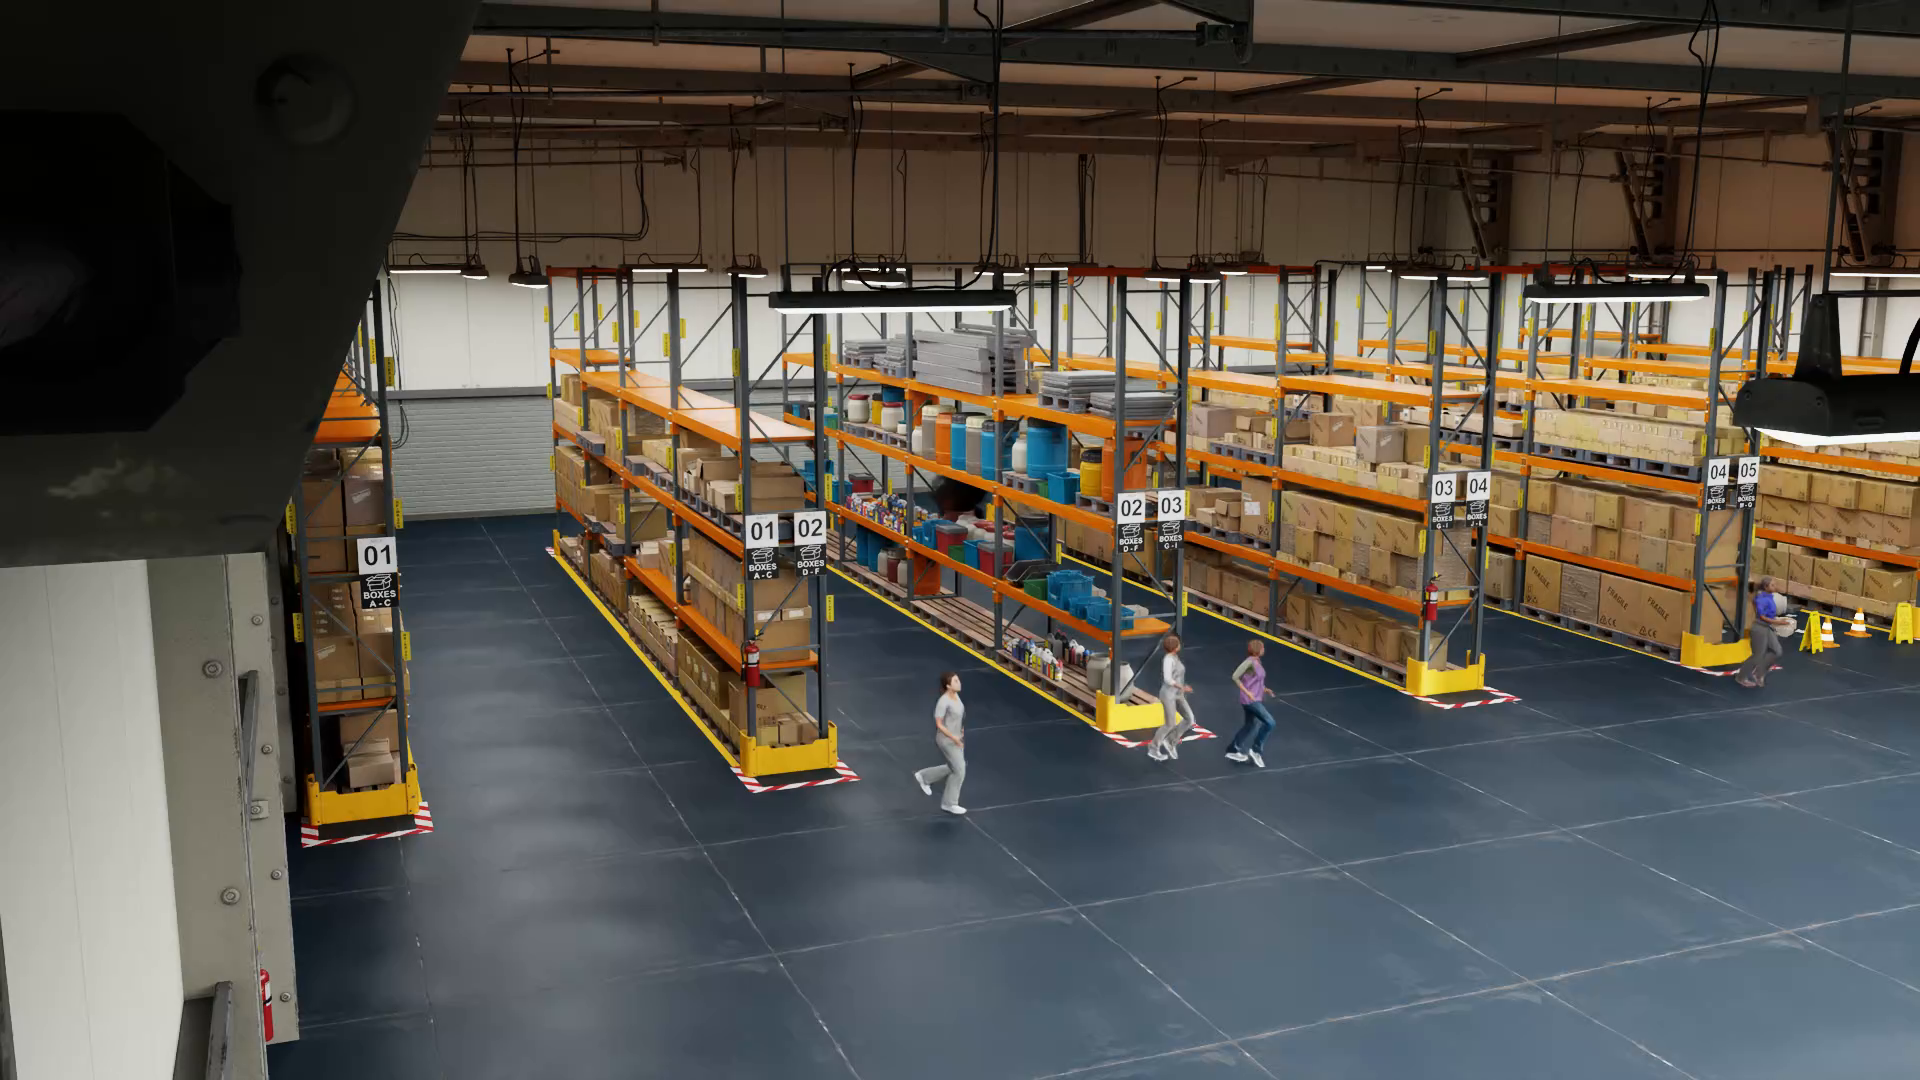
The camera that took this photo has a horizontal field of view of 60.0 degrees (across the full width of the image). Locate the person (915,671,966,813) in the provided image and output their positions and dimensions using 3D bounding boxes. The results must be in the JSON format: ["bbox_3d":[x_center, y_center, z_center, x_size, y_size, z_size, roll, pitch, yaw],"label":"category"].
[{"bbox_3d":[-0.210,2.295,18.917,0.626,1.621,0.572,3,10,17],"label":"person"}]

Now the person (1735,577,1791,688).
[{"bbox_3d":[11.708,1.363,24.182,0.686,1.681,0.606,7,12,36],"label":"person"}]

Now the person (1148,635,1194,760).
[{"bbox_3d":[2.675,1.972,20.828,0.570,1.564,0.615,4,11,22],"label":"person"}]

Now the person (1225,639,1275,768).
[{"bbox_3d":[3.612,2.008,20.586,0.624,1.590,0.547,4,11,19],"label":"person"}]
